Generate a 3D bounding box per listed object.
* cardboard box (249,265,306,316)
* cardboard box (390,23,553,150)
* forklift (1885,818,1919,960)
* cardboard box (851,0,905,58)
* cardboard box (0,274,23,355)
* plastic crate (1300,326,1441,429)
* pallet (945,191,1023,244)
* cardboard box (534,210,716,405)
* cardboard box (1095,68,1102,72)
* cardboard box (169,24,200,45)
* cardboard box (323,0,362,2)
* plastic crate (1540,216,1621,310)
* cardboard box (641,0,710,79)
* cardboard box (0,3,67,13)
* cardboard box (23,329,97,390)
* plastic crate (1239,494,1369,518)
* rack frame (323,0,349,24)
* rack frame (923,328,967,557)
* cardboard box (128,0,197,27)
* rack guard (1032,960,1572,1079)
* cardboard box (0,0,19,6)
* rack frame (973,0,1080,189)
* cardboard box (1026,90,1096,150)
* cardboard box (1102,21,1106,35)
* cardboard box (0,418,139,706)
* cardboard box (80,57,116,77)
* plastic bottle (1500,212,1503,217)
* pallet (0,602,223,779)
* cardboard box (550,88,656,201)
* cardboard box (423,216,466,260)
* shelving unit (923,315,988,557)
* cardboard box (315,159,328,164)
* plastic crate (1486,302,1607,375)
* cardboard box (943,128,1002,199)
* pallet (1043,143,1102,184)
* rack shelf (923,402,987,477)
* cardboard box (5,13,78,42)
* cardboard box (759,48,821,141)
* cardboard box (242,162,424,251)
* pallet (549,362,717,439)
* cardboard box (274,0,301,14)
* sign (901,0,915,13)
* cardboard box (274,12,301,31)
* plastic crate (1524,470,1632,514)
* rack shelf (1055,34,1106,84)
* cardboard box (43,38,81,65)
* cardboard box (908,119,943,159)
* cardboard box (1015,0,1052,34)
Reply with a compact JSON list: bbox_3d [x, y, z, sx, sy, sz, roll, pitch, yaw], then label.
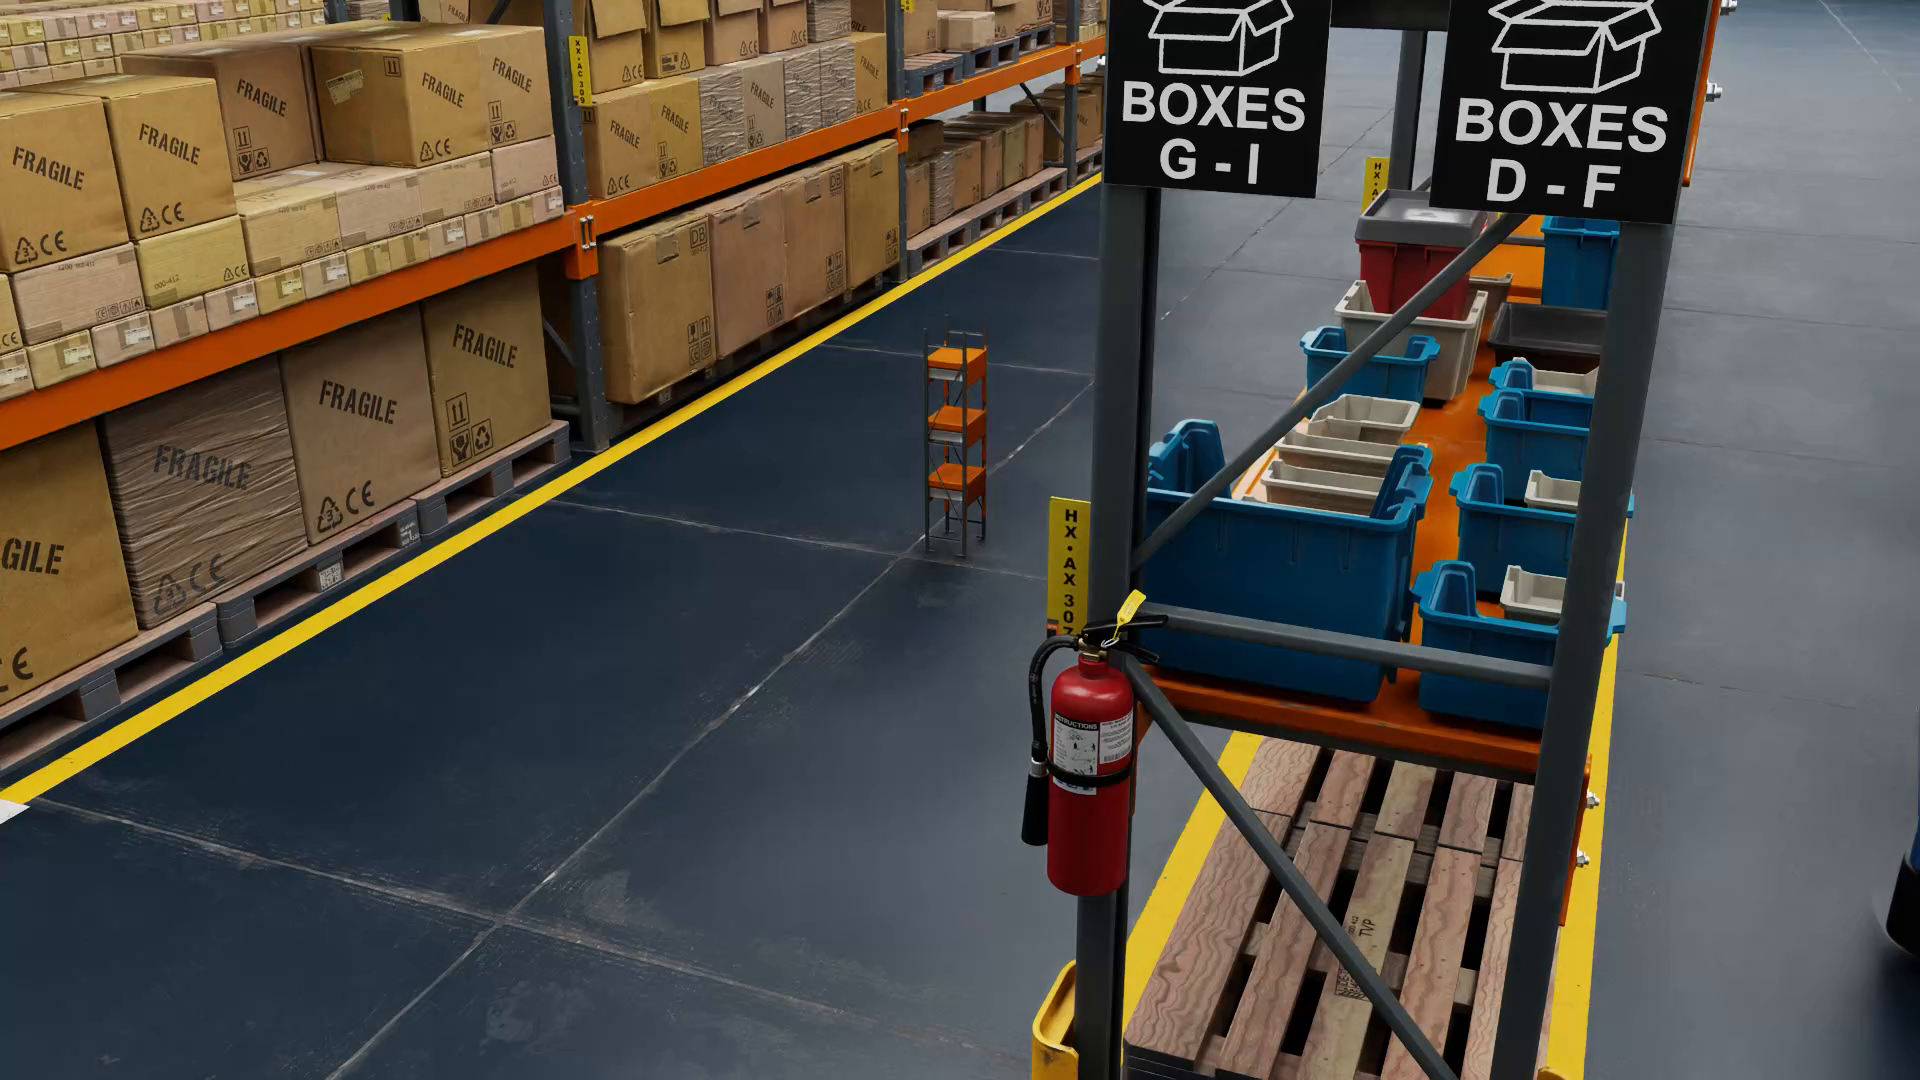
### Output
[{"bbox_3d":[-2.841,-1.007,6.595,0.380,0.149,0.250,8,24,19],"label":"cardboard box"},{"bbox_3d":[-2.286,-2.135,7.806,0.500,0.500,0.500,10,24,22],"label":"cardboard box"},{"bbox_3d":[4.267,-0.145,4.294,3.031,2.935,1.130,-7,24,-16],"label":"forklift"},{"bbox_3d":[-0.714,-3.794,12.267,0.500,0.500,0.500,6,23,14],"label":"cardboard box"},{"bbox_3d":[-3.420,-0.694,5.328,0.500,0.250,0.500,8,24,19],"label":"cardboard box"},{"bbox_3d":[1.274,-0.506,5.208,0.416,0.233,0.300,9,24,20],"label":"plastic crate"},{"bbox_3d":[-0.131,-2.783,14.139,1.003,0.211,1.213,9,24,20],"label":"pallet"},{"bbox_3d":[-2.144,-1.369,9.348,1.225,0.875,0.875,9,24,20],"label":"cardboard box"},{"bbox_3d":[1.846,-5.038,18.617,0.500,0.500,0.500,14,26,30],"label":"cardboard box"},{"bbox_3d":[-5.683,-3.613,11.903,0.380,0.149,0.250,9,24,21],"label":"cardboard box"},{"bbox_3d":[-5.269,-4.768,13.847,0.700,0.500,0.500,9,24,20],"label":"cardboard box"},{"bbox_3d":[2.378,-1.019,6.242,0.392,0.384,0.575,9,24,20],"label":"plastic crate"},{"bbox_3d":[-1.868,-2.907,9.386,0.797,0.503,0.637,9,24,21],"label":"cardboard box"},{"bbox_3d":[-6.478,-3.661,11.631,0.380,0.149,0.250,8,24,18],"label":"cardboard box"},{"bbox_3d":[-3.222,-0.640,5.717,0.380,0.149,0.250,8,24,19],"label":"cardboard box"},{"bbox_3d":[0.884,-0.007,4.140,0.396,0.136,0.243,9,24,20],"label":"plastic crate"},{"bbox_3d":[-5.445,-4.102,13.678,1.000,3.000,0.127,9,24,20],"label":"rack frame"},{"bbox_3d":[-0.065,-0.422,7.397,0.200,1.050,0.008,9,24,20],"label":"rack frame"},{"bbox_3d":[-5.684,-3.751,11.847,0.380,0.149,0.250,10,25,23],"label":"cardboard box"},{"bbox_3d":[0.753,1.380,3.797,1.175,0.500,0.348,9,24,20],"label":"rack guard"},{"bbox_3d":[-9.383,-5.225,16.148,0.380,0.149,0.250,9,24,20],"label":"cardboard box"},{"bbox_3d":[0.608,-4.787,15.318,1.000,3.000,0.127,9,24,20],"label":"rack frame"},{"bbox_3d":[1.000,-4.171,16.541,0.500,0.500,0.500,18,29,37],"label":"cardboard box"},{"bbox_3d":[1.223,-4.977,16.099,0.380,0.149,0.250,9,24,20],"label":"cardboard box"},{"bbox_3d":[-3.686,0.054,5.942,0.875,0.875,0.875,9,24,20],"label":"cardboard box"},{"bbox_3d":[-5.975,-3.193,11.284,0.380,0.149,0.250,8,24,18],"label":"cardboard box"},{"bbox_3d":[2.475,-1.613,7.785,0.144,0.351,0.185,9,24,20],"label":"plastic bottle"},{"bbox_3d":[-3.625,0.497,6.287,1.003,0.211,1.213,9,24,20],"label":"pallet"},{"bbox_3d":[-1.960,-2.099,8.754,0.500,0.500,0.500,9,24,20],"label":"cardboard box"},{"bbox_3d":[-2.459,-1.376,7.479,0.380,0.149,0.250,9,24,21],"label":"cardboard box"},{"bbox_3d":[-0.020,-0.465,7.502,0.215,1.050,0.252,9,24,20],"label":"shelving unit"},{"bbox_3d":[-2.971,-1.684,7.699,0.500,0.250,0.500,9,24,20],"label":"cardboard box"},{"bbox_3d":[2.069,-0.677,5.757,0.437,0.125,0.590,9,24,20],"label":"plastic crate"},{"bbox_3d":[-0.042,-3.252,14.315,0.700,0.500,0.500,7,24,15],"label":"cardboard box"},{"bbox_3d":[0.825,-3.746,16.443,1.003,0.211,1.213,9,24,20],"label":"pallet"},{"bbox_3d":[-0.020,-0.456,7.506,0.215,0.259,0.240,9,24,20],"label":"rack shelf"},{"bbox_3d":[-6.067,-3.379,10.956,0.380,0.149,0.250,8,24,19],"label":"cardboard box"},{"bbox_3d":[-1.211,-2.826,10.493,0.500,0.500,0.500,8,24,18],"label":"cardboard box"},{"bbox_3d":[-2.663,-1.428,7.086,0.500,0.250,0.500,9,24,21],"label":"cardboard box"},{"bbox_3d":[-2.147,-0.924,9.689,1.003,0.211,1.213,9,24,20],"label":"pallet"},{"bbox_3d":[-5.297,-4.124,12.739,0.380,0.149,0.250,8,24,19],"label":"cardboard box"},{"bbox_3d":[-0.361,-3.811,11.481,0.100,0.325,0.005,9,24,20],"label":"sign"},{"bbox_3d":[-5.304,-3.979,12.780,0.380,0.149,0.250,10,25,22],"label":"cardboard box"},{"bbox_3d":[1.595,-0.076,4.306,0.250,0.136,0.298,9,24,20],"label":"plastic crate"},{"bbox_3d":[1.351,-5.171,17.170,1.077,0.370,4.000,9,24,20],"label":"rack shelf"},{"bbox_3d":[-6.072,-3.239,11.008,0.380,0.149,0.250,8,24,18],"label":"cardboard box"},{"bbox_3d":[-0.469,-3.186,13.186,0.500,0.250,0.500,12,25,26],"label":"cardboard box"},{"bbox_3d":[0.183,-4.993,14.489,1.000,1.000,1.000,9,24,20],"label":"cardboard box"}]
